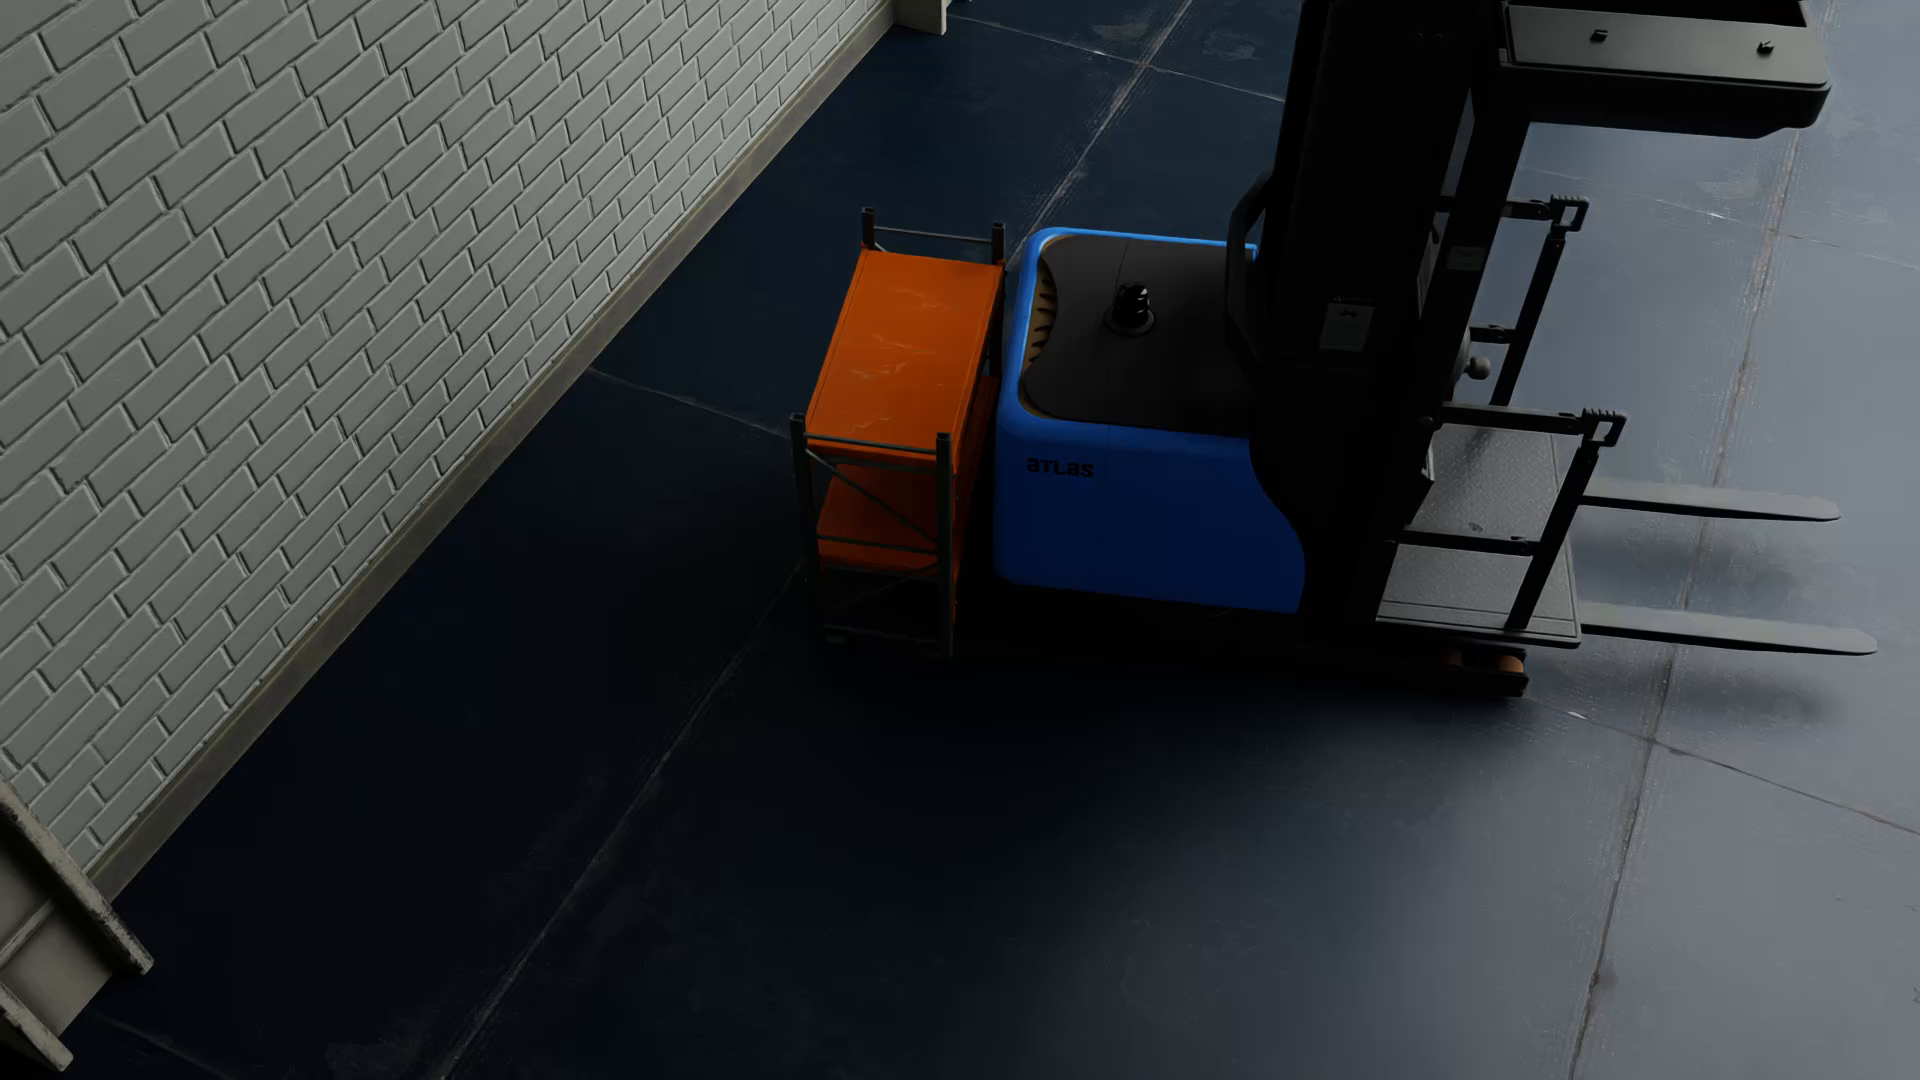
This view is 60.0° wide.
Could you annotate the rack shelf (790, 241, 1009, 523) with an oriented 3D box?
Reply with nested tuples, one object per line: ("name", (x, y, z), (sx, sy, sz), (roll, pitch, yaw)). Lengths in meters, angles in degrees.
("rack shelf", (-0.183, -0.552, 5.597), (0.538, 0.278, 1.000), (8, 50, 7))

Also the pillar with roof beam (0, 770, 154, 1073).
("pillar with roof beam", (1.182, -0.127, 0.449), (9.100, 9.000, 0.400), (20, 52, 16))

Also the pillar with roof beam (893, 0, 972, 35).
("pillar with roof beam", (3.745, -4.258, 3.965), (9.100, 9.000, 0.400), (20, 52, 16))

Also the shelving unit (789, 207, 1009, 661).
("shelving unit", (-0.183, -0.363, 5.820), (0.538, 1.125, 1.048), (8, 50, 7))

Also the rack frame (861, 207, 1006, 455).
("rack frame", (-0.092, -0.744, 6.144), (0.500, 1.125, 0.032), (8, 50, 7))

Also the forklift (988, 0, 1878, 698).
("forklift", (1.658, -0.835, 5.036), (3.031, 2.935, 1.130), (6, 50, 5))

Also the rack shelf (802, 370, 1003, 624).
("rack shelf", (-0.183, -0.204, 6.006), (0.538, 0.278, 1.000), (8, 50, 7))

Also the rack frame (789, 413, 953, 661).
("rack frame", (-0.274, 0.018, 5.496), (0.500, 1.125, 0.032), (8, 50, 7))
